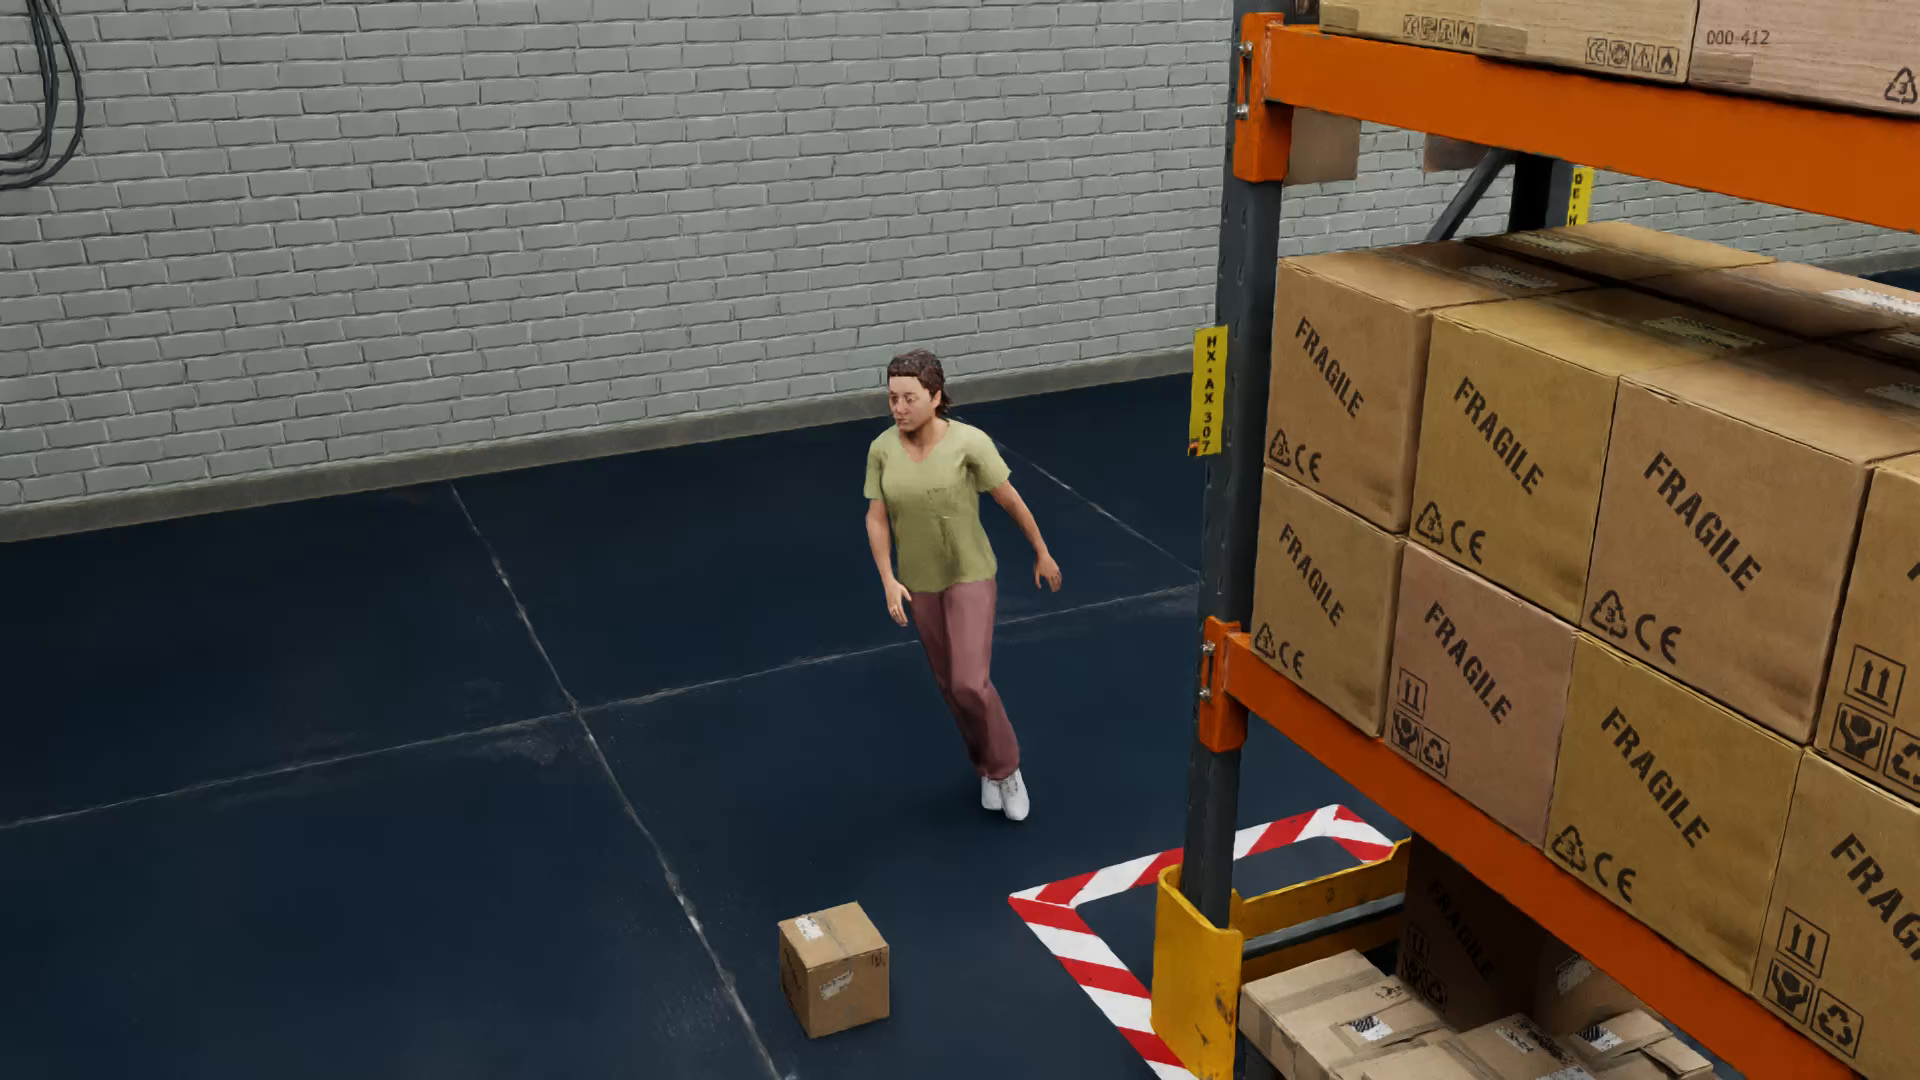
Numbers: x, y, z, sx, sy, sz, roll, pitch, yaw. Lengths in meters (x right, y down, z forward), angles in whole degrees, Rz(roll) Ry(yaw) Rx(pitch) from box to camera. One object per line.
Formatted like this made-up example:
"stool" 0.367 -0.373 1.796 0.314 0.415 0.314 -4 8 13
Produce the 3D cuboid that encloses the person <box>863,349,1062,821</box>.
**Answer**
"person" -0.014 0.168 5.639 0.651 1.650 0.478 6 23 14
